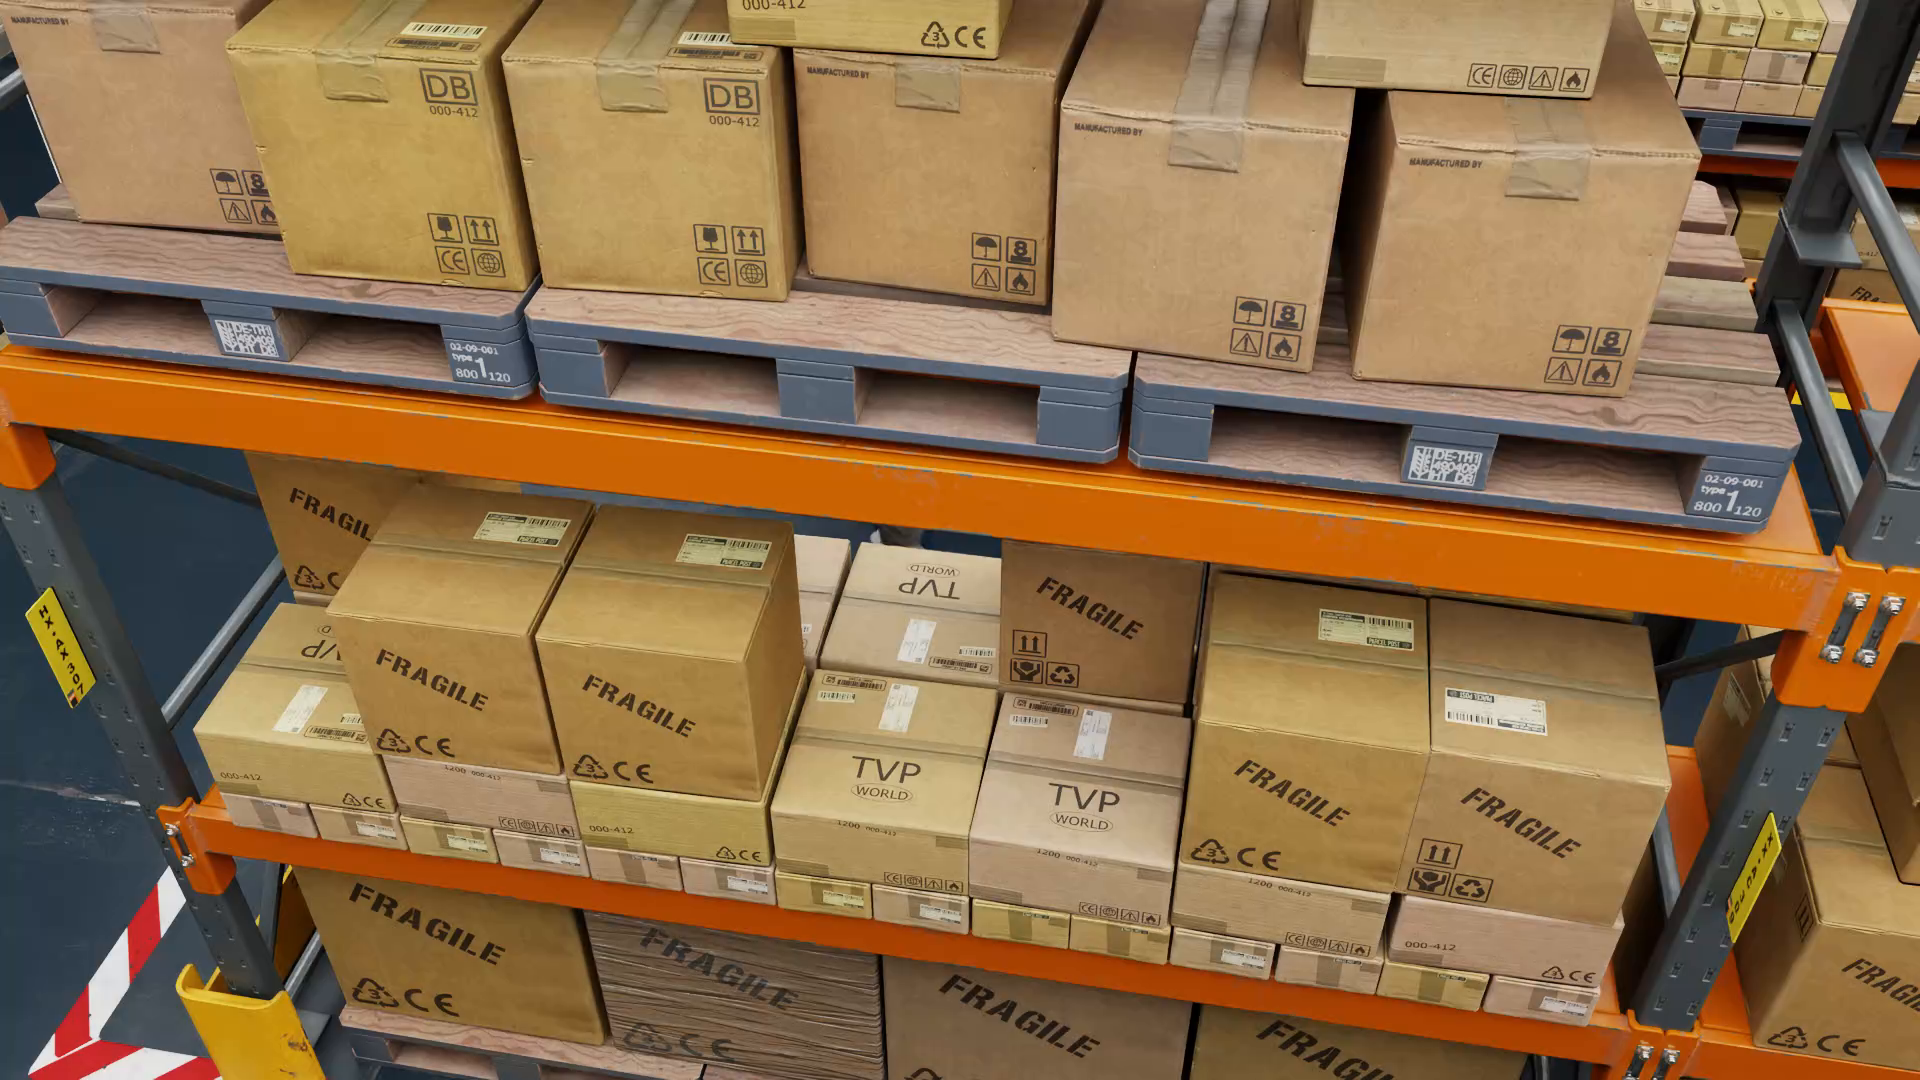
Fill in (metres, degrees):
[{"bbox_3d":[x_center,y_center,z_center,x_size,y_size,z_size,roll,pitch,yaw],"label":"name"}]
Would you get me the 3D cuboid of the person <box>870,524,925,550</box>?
[{"bbox_3d":[-0.162,-0.347,6.558,0.533,1.741,0.980,-27,47,-28],"label":"person"}]
